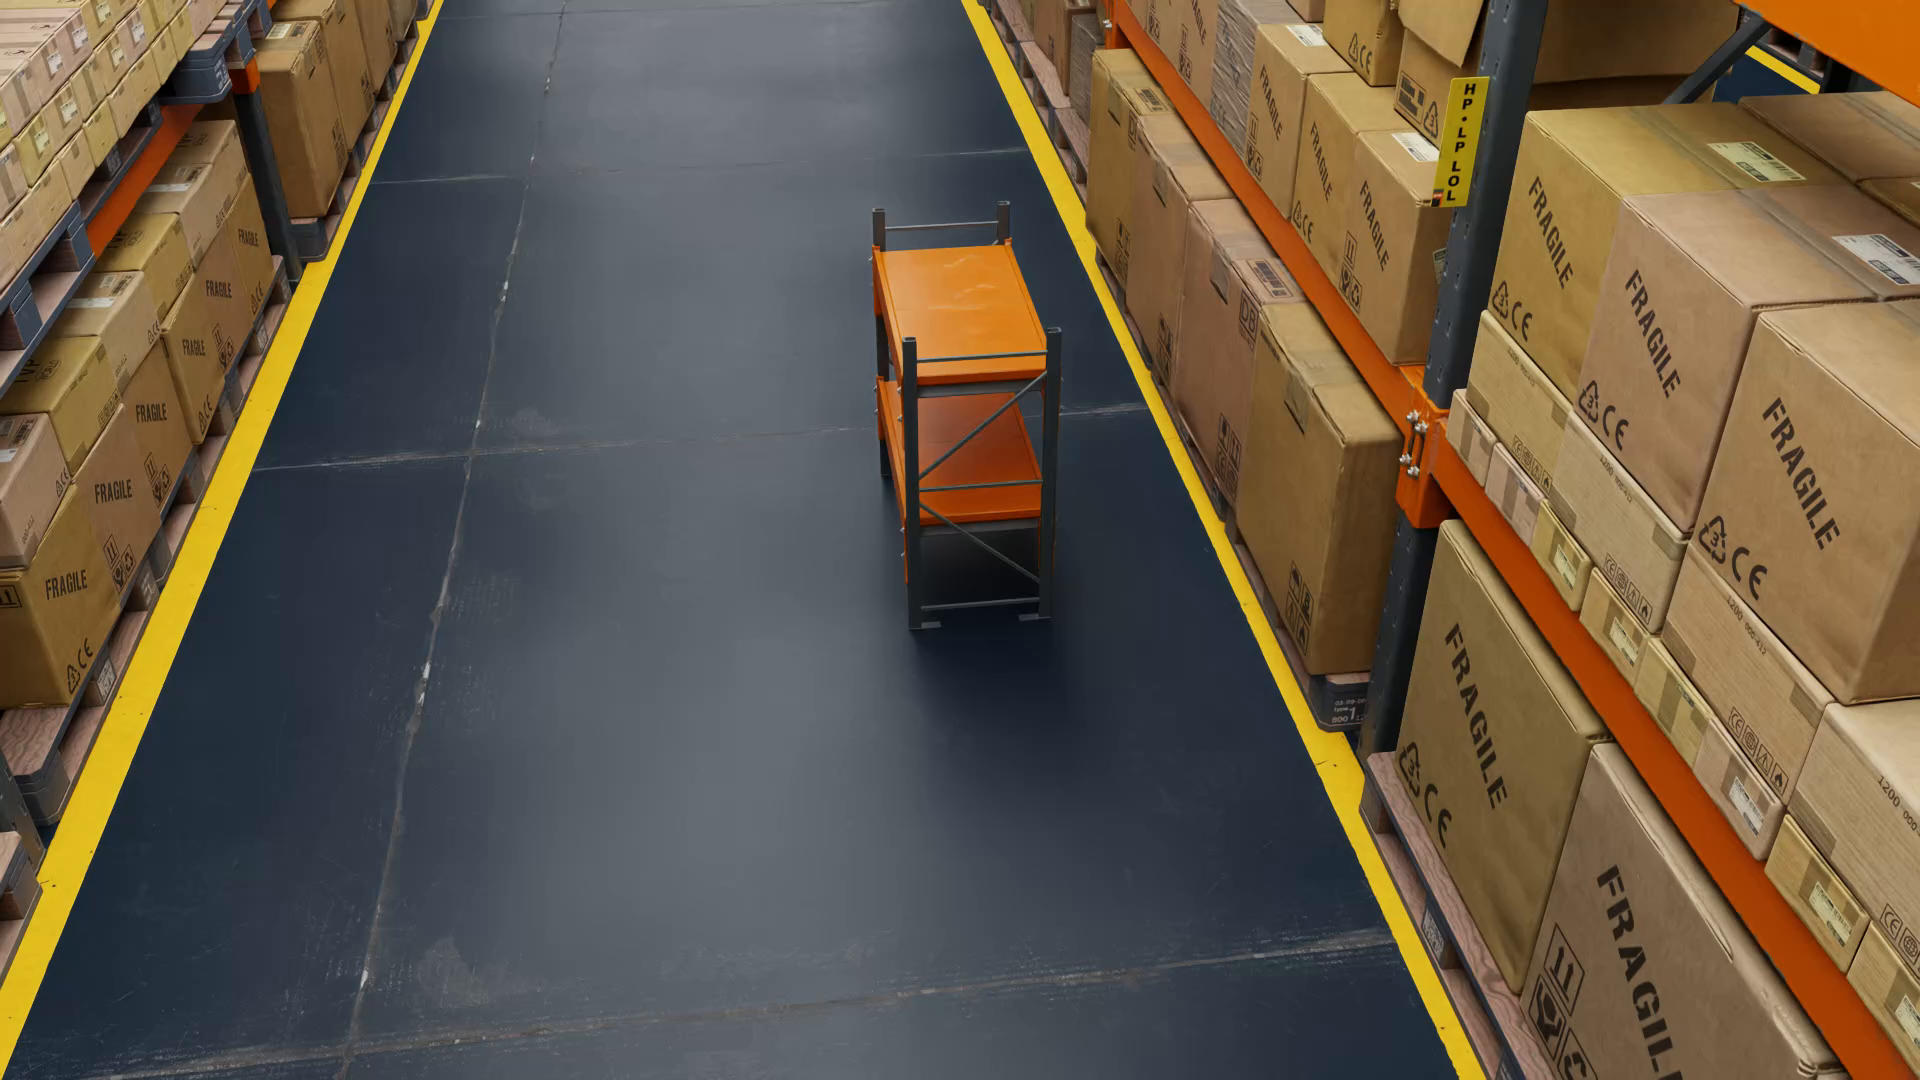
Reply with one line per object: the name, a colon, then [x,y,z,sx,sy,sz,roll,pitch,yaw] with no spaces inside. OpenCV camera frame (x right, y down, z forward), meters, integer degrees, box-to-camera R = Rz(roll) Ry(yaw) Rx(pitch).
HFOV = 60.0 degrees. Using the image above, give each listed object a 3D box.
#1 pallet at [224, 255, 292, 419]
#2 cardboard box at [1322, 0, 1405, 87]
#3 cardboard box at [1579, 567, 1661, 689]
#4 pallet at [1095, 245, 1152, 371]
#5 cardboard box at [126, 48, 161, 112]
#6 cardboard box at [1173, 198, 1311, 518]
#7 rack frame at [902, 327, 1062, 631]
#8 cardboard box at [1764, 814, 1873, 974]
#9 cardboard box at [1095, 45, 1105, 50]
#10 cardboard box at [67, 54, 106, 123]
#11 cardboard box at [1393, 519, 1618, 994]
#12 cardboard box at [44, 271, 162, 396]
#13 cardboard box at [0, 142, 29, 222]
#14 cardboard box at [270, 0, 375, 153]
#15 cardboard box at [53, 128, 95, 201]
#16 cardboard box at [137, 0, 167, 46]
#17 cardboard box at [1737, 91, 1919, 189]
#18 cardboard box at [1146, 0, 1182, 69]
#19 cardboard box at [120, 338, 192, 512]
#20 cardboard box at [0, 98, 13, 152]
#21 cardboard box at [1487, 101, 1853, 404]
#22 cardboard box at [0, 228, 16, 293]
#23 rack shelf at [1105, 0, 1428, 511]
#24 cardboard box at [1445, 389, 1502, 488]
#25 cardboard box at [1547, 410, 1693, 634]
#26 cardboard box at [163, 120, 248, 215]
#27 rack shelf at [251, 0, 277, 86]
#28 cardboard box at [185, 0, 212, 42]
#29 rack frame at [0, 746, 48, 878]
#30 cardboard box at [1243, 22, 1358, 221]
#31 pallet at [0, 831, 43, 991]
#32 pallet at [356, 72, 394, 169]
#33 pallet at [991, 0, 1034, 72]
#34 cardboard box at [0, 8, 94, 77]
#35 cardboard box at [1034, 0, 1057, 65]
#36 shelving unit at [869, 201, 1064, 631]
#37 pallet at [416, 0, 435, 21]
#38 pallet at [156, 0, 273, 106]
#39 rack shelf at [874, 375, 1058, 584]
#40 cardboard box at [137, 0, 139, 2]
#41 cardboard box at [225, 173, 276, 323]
pallet: [-3.609,-0.889,7.367,1.003,0.211,1.213,-4,35,-6]
cardboard box: [1.579,-1.760,5.190,0.797,0.503,0.637,-4,34,-6]
cardboard box: [1.572,0.169,3.561,0.380,0.149,0.250,-5,35,-8]
pallet: [1.247,-1.199,7.822,1.003,0.211,1.213,-4,35,-6]
cardboard box: [-3.024,-1.591,5.771,0.380,0.149,0.250,-3,34,-5]
cardboard box: [1.527,-0.715,6.149,1.225,0.875,0.875,-6,35,-8]
rack frame: [0.069,-0.177,5.511,0.500,1.125,0.032,-4,35,-6]
cardboard box: [1.675,0.599,2.930,0.380,0.149,0.250,-5,35,-8]
cardboard box: [1.106,-2.318,8.817,0.700,0.500,0.500,-6,35,-9]
cardboard box: [-2.953,-1.425,5.263,0.380,0.149,0.250,-5,35,-7]
cardboard box: [1.763,0.514,4.346,0.875,0.875,0.875,-4,35,-6]
cardboard box: [-3.151,-0.710,5.809,0.500,0.250,0.500,-3,34,-5]
cardboard box: [-2.844,-0.981,4.612,0.380,0.149,0.250,-4,34,-5]
cardboard box: [-3.826,-2.556,8.961,1.050,0.750,0.750,-4,34,-6]
cardboard box: [-2.912,-1.146,5.118,0.380,0.149,0.250,-6,35,-8]
cardboard box: [-3.055,-1.855,5.894,0.380,0.149,0.250,-5,35,-7]
cardboard box: [2.081,-0.699,3.816,0.500,0.500,0.500,-3,34,-5]
cardboard box: [1.083,-2.259,6.812,0.500,0.500,0.500,-5,35,-8]
cardboard box: [-3.168,-0.405,6.027,0.500,0.500,0.500,-4,34,-6]
cardboard box: [-2.847,-1.114,4.543,0.380,0.149,0.250,-4,34,-6]
cardboard box: [1.565,-0.649,3.742,0.500,0.500,0.500,-4,35,-6]
cardboard box: [-2.815,-0.724,4.499,0.380,0.149,0.250,-4,34,-6]
rack shelf: [1.485,-1.384,6.255,1.077,0.370,4.000,-4,35,-6]
cardboard box: [1.464,-0.271,4.207,0.380,0.149,0.250,-4,35,-6]
cardboard box: [1.619,-0.066,3.552,0.500,0.250,0.500,-5,35,-7]
cardboard box: [-3.361,-1.566,7.066,0.500,0.250,0.500,-5,35,-8]
rack shelf: [-3.982,-3.296,9.062,1.077,0.370,4.000,-4,35,-6]
cardboard box: [-3.124,-2.025,6.408,0.380,0.149,0.250,-4,34,-6]
rack frame: [-3.175,-0.246,3.947,1.000,3.000,0.127,-4,35,-6]
cardboard box: [1.283,-1.414,5.573,0.500,0.500,0.500,-5,35,-7]
pallet: [-3.049,1.279,4.186,1.003,0.211,1.213,-4,35,-6]
pallet: [-3.905,-2.450,9.658,1.003,0.211,1.213,-4,35,-6]
pallet: [0.784,-3.442,11.114,1.003,0.211,1.213,-4,35,-6]
cardboard box: [-2.947,-1.537,5.164,0.380,0.149,0.250,-3,34,-5]
cardboard box: [0.860,-3.254,10.190,0.700,0.500,0.500,-7,35,-10]
shelving unit: [0.001,-0.461,5.928,0.538,1.125,1.048,-4,35,-6]
pallet: [-4.275,-3.988,11.914,1.003,0.211,1.213,-4,35,-6]
pallet: [-3.511,-2.009,6.704,1.213,0.211,1.003,-4,35,-6]
rack shelf: [0.001,-0.259,6.065,0.538,0.278,1.000,-4,35,-6]
cardboard box: [-3.060,-1.984,5.820,0.380,0.149,0.250,-4,35,-6]
cardboard box: [-3.365,-1.271,7.298,0.500,0.500,0.500,-5,35,-7]
